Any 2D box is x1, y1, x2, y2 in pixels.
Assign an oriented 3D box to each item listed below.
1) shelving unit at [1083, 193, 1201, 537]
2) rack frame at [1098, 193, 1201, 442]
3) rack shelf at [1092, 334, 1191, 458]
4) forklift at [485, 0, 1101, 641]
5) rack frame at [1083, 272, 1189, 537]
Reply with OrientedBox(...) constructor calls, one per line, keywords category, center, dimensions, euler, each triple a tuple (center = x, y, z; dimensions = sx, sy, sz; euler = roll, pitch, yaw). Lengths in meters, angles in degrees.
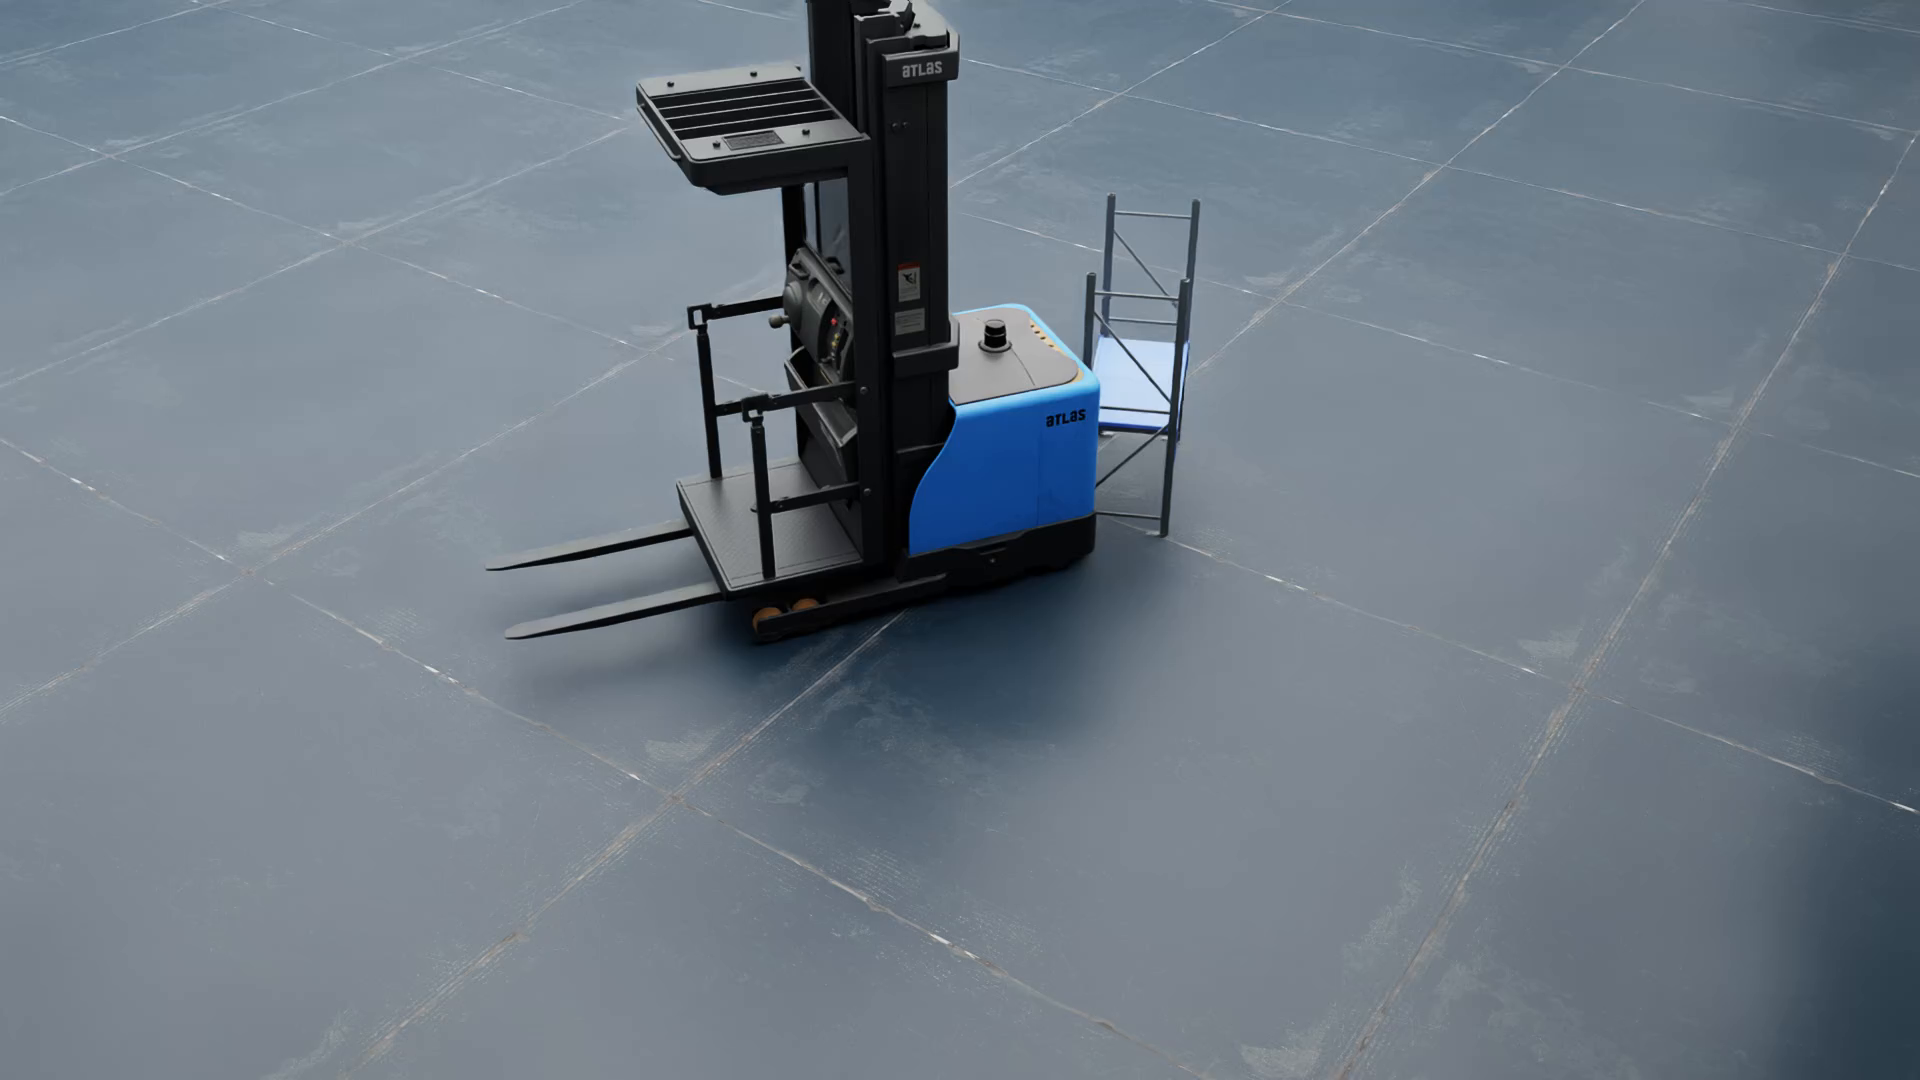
OrientedBox(category="shelving unit", center=(0.961, -0.951, 8.993), dimensions=(0.538, 1.500, 1.048), euler=(6, 34, 8))
OrientedBox(category="rack frame", center=(1.048, -1.231, 9.408), dimensions=(0.500, 1.500, 0.032), euler=(6, 34, 8))
OrientedBox(category="rack shelf", center=(0.961, -0.802, 9.094), dimensions=(0.538, 0.185, 1.000), euler=(6, 34, 8))
OrientedBox(category="forklift", center=(-0.859, -1.053, 7.866), dimensions=(3.031, 2.935, 1.130), euler=(-13, 36, -18))
OrientedBox(category="rack frame", center=(0.873, -0.670, 8.578), dimensions=(0.500, 1.500, 0.032), euler=(6, 34, 8))
